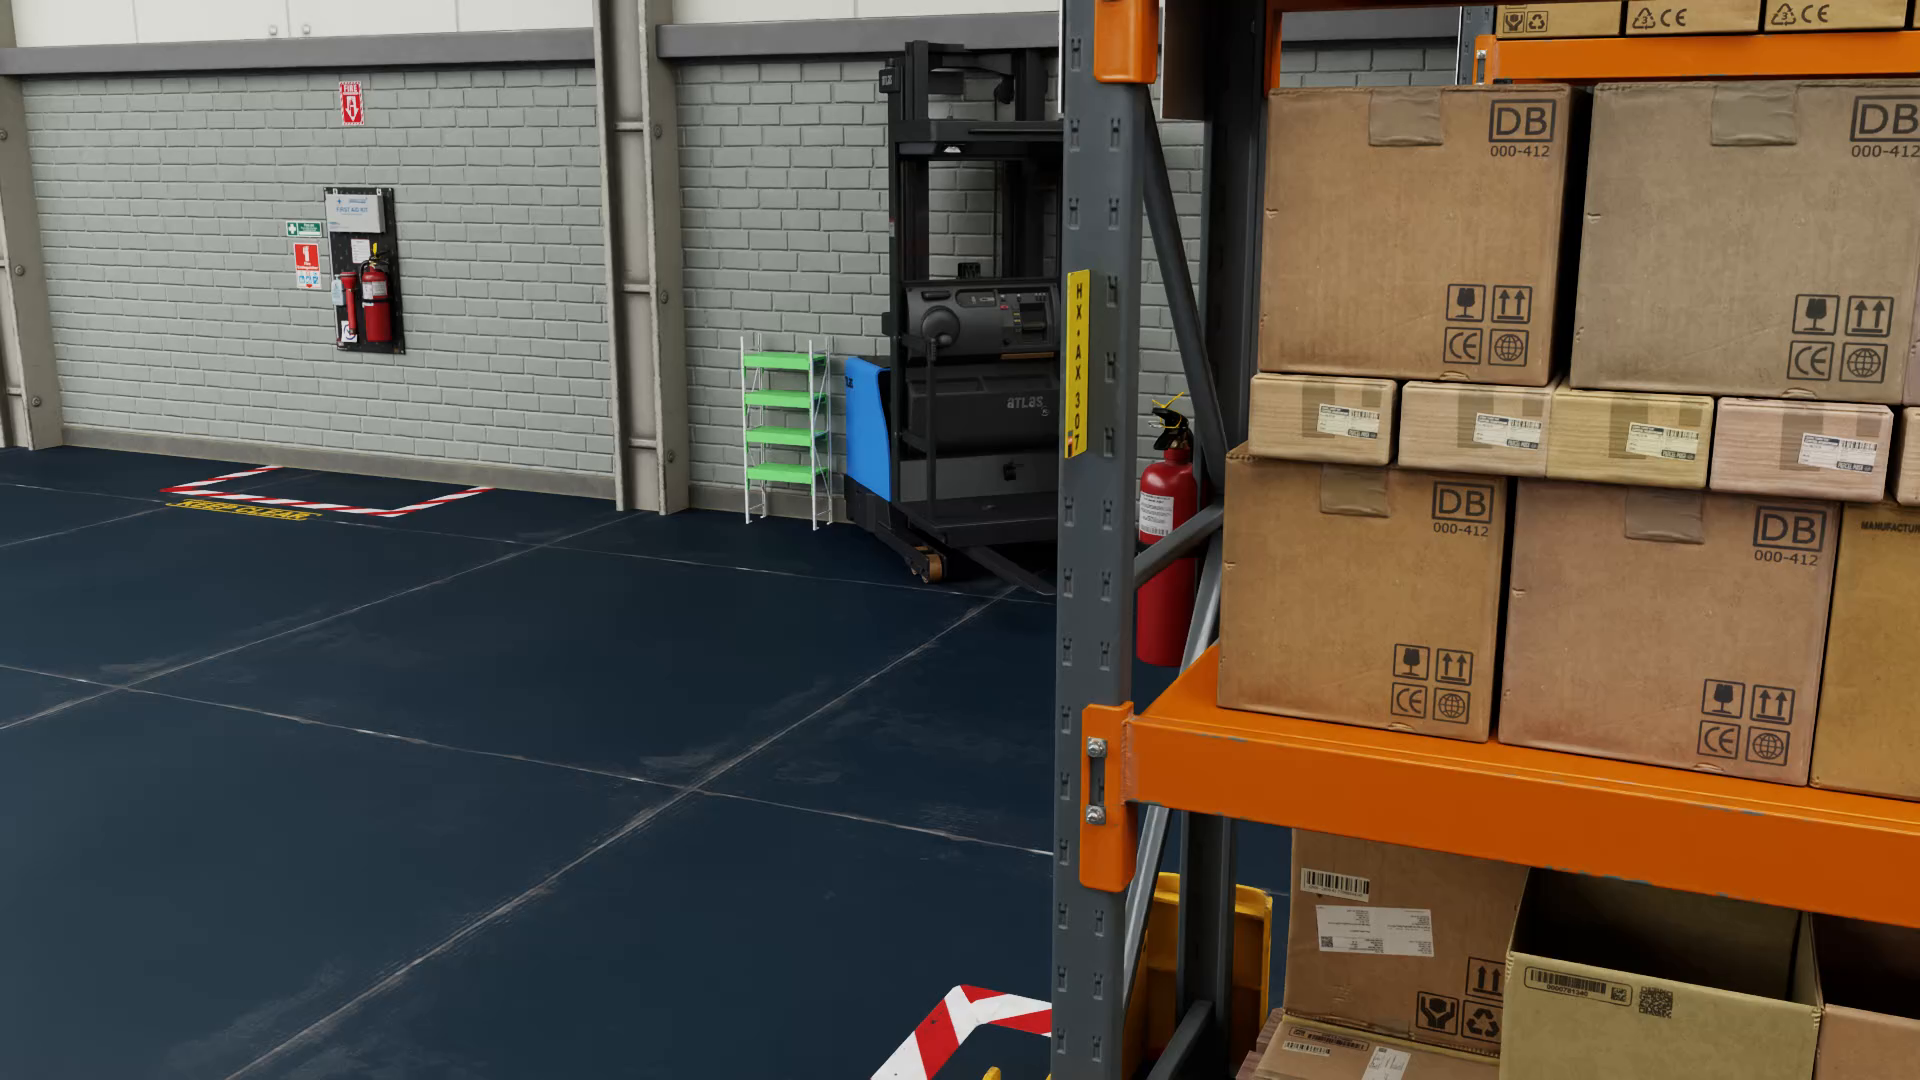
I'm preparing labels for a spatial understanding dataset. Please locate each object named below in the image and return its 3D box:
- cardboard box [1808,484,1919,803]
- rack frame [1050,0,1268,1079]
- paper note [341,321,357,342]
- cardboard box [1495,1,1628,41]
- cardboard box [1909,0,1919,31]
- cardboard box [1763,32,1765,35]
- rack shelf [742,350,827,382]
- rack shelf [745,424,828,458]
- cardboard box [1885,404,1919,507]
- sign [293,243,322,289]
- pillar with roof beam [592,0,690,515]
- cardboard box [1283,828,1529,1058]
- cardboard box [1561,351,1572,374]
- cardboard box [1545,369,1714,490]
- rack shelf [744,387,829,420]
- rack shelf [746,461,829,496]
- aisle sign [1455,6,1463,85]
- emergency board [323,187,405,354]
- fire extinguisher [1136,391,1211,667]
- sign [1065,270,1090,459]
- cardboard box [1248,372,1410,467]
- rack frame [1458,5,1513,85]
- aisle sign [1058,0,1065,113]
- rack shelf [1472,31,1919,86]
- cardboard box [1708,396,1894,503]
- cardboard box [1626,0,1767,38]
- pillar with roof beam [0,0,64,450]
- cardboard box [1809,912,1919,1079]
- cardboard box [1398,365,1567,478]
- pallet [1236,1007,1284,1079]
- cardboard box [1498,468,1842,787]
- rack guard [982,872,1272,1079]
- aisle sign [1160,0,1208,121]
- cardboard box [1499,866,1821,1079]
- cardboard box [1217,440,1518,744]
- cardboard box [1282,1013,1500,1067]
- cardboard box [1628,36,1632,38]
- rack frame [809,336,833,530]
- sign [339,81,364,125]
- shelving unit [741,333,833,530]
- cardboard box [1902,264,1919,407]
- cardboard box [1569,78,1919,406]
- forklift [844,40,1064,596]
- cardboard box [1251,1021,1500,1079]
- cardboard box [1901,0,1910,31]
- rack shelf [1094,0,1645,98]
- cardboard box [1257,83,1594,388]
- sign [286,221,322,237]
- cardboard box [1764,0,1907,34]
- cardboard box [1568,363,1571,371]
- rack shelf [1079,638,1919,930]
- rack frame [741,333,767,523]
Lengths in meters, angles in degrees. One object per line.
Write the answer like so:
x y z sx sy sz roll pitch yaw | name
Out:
1.794 0.125 2.939 0.500 0.500 0.700 6 14 24 | cardboard box
0.439 0.033 3.550 0.127 3.000 1.000 6 14 23 | rack frame
-4.432 -1.512 12.061 0.142 0.148 0.016 6 14 23 | paper note
2.646 -2.438 7.250 0.500 0.500 0.500 6 15 25 | cardboard box
4.097 -2.288 6.613 0.500 0.500 0.500 7 15 27 | cardboard box
3.384 -2.495 7.491 0.500 0.500 0.500 6 14 23 | cardboard box
-1.099 -1.099 10.490 0.480 0.148 0.258 6 14 23 | rack shelf
-1.099 -0.632 10.599 0.480 0.148 0.258 6 14 23 | rack shelf
1.655 -0.155 2.712 0.250 0.149 0.380 5 14 21 | cardboard box
-4.762 -2.000 12.135 0.234 0.329 0.001 6 14 23 | sign
-3.798 -3.695 6.303 0.400 9.000 9.100 6 14 23 | pillar with roof beam
1.049 0.789 3.783 0.500 0.500 0.500 6 14 23 | cardboard box
1.105 -0.312 3.381 0.250 0.149 0.380 6 15 25 | cardboard box
1.180 -0.203 2.916 0.250 0.149 0.380 6 14 23 | cardboard box
-1.099 -0.865 10.545 0.480 0.148 0.258 6 14 23 | rack shelf
-1.099 -0.398 10.654 0.480 0.148 0.258 6 14 23 | rack shelf
2.254 -2.212 7.425 0.004 0.787 0.394 6 14 23 | aisle sign
-4.298 -1.910 11.829 0.643 1.169 0.194 6 14 23 | emergency board
0.519 -0.038 4.019 0.183 0.674 0.296 6 14 23 | fire extinguisher
0.208 -0.312 2.950 0.005 0.325 0.100 6 14 23 | sign
0.710 -0.251 3.118 0.250 0.149 0.380 6 14 23 | cardboard box
2.442 -1.002 7.960 0.127 3.000 1.000 6 14 23 | rack frame
0.254 -1.175 3.006 0.004 0.787 0.394 6 14 23 | aisle sign
4.270 -1.927 6.911 4.000 0.370 1.077 6 14 23 | rack shelf
1.410 -0.180 2.815 0.250 0.149 0.380 6 14 22 | cardboard box
3.123 -2.381 7.006 0.500 0.500 0.500 7 15 27 | cardboard box
-9.283 -4.250 8.669 0.400 9.000 9.100 6 14 23 | pillar with roof beam
1.759 0.987 2.939 0.500 0.500 0.500 6 14 23 | cardboard box
0.953 -0.227 3.016 0.250 0.149 0.380 5 14 22 | cardboard box
1.155 1.452 3.604 1.213 0.211 1.003 6 14 23 | pallet
1.342 0.077 3.140 0.500 0.500 0.700 6 15 25 | cardboard box
0.417 1.247 3.845 0.348 0.500 1.175 6 14 23 | rack guard
0.497 -1.300 3.540 0.004 0.787 0.394 6 14 23 | aisle sign
1.297 0.944 3.125 0.500 0.500 0.500 6 14 23 | cardboard box
0.860 0.030 3.343 0.500 0.500 0.700 6 14 23 | cardboard box
1.049 1.155 3.867 0.500 0.250 0.500 6 14 23 | cardboard box
2.926 -2.535 7.665 0.500 0.500 0.500 7 15 27 | cardboard box
-0.875 -0.672 10.491 0.015 1.200 0.240 6 14 23 | rack frame
-4.265 -3.060 11.656 0.199 0.298 0.001 6 14 23 | sign
-1.099 -0.694 10.585 0.503 1.200 0.258 6 14 23 | shelving unit
1.853 -0.503 2.773 0.500 0.500 0.700 6 14 23 | cardboard box
1.392 -0.549 2.971 0.500 0.500 0.700 5 14 22 | cardboard box
0.215 -1.292 9.345 1.130 2.935 3.031 -5 14 -19 | forklift
0.839 1.263 3.406 0.500 0.250 0.500 6 14 23 | cardboard box
3.852 -2.445 7.279 0.500 0.500 0.500 5 14 21 | cardboard box
2.267 -0.892 2.500 4.000 0.370 1.077 6 14 23 | rack shelf
0.909 -0.597 3.174 0.500 0.500 0.700 6 14 23 | cardboard box
-4.761 -2.256 12.064 0.331 0.109 0.001 6 14 23 | sign
3.599 -2.334 6.805 0.500 0.500 0.500 7 15 26 | cardboard box
1.339 -0.289 3.280 0.250 0.149 0.380 6 14 22 | cardboard box
2.267 0.568 2.843 4.000 0.370 1.077 6 14 23 | rack shelf
-1.323 -0.716 10.679 0.015 1.200 0.240 6 14 23 | rack frame
